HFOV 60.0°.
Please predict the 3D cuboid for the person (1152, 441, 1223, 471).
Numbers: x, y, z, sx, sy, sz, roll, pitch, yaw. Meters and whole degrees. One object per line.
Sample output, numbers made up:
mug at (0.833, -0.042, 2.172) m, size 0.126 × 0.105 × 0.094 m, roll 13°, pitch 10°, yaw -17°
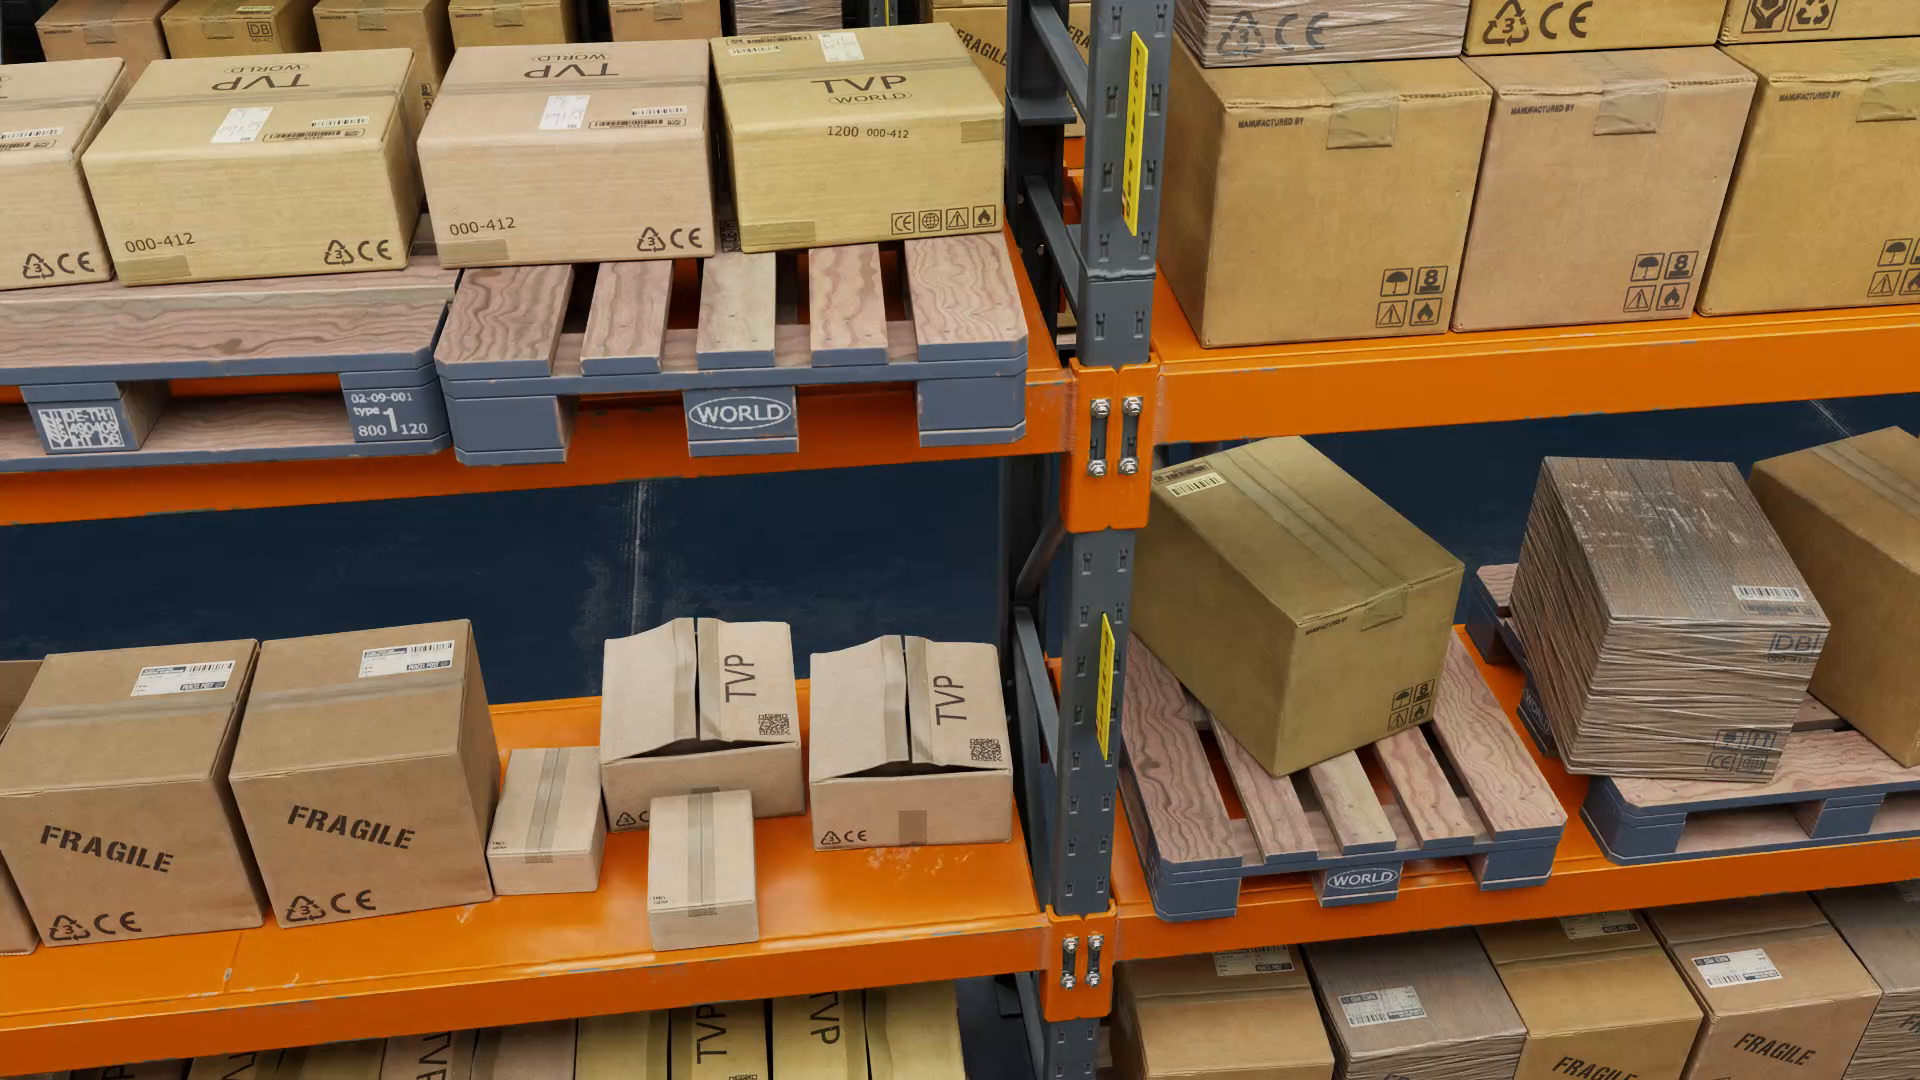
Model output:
person at (0.957, -0.707, 7.132) m, size 0.475 × 1.686 × 0.441 m, roll -5°, pitch 35°, yaw -7°
